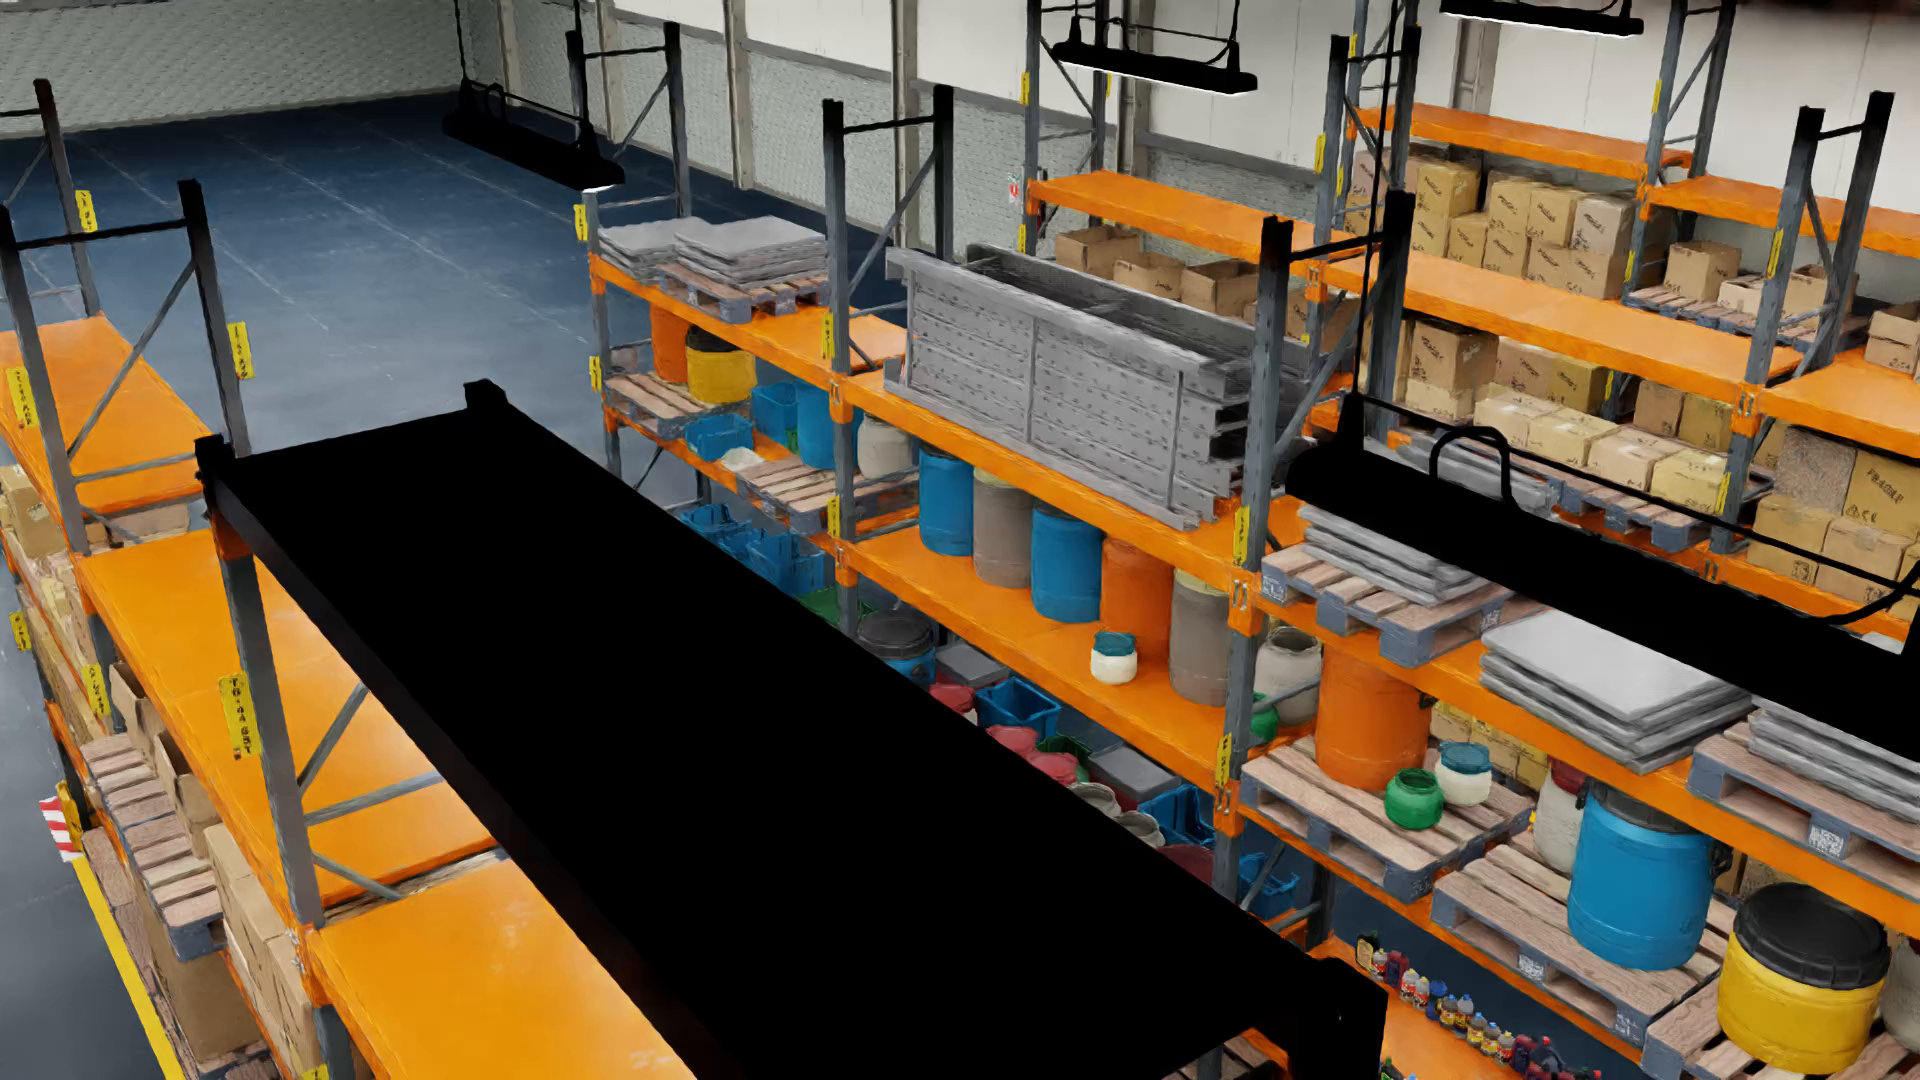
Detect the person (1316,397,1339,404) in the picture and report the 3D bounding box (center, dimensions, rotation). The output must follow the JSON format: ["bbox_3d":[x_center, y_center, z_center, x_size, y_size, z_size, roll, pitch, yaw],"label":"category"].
[{"bbox_3d":[4.377,-1.303,19.719,1.011,1.749,0.626,13,28,25],"label":"person"}]
